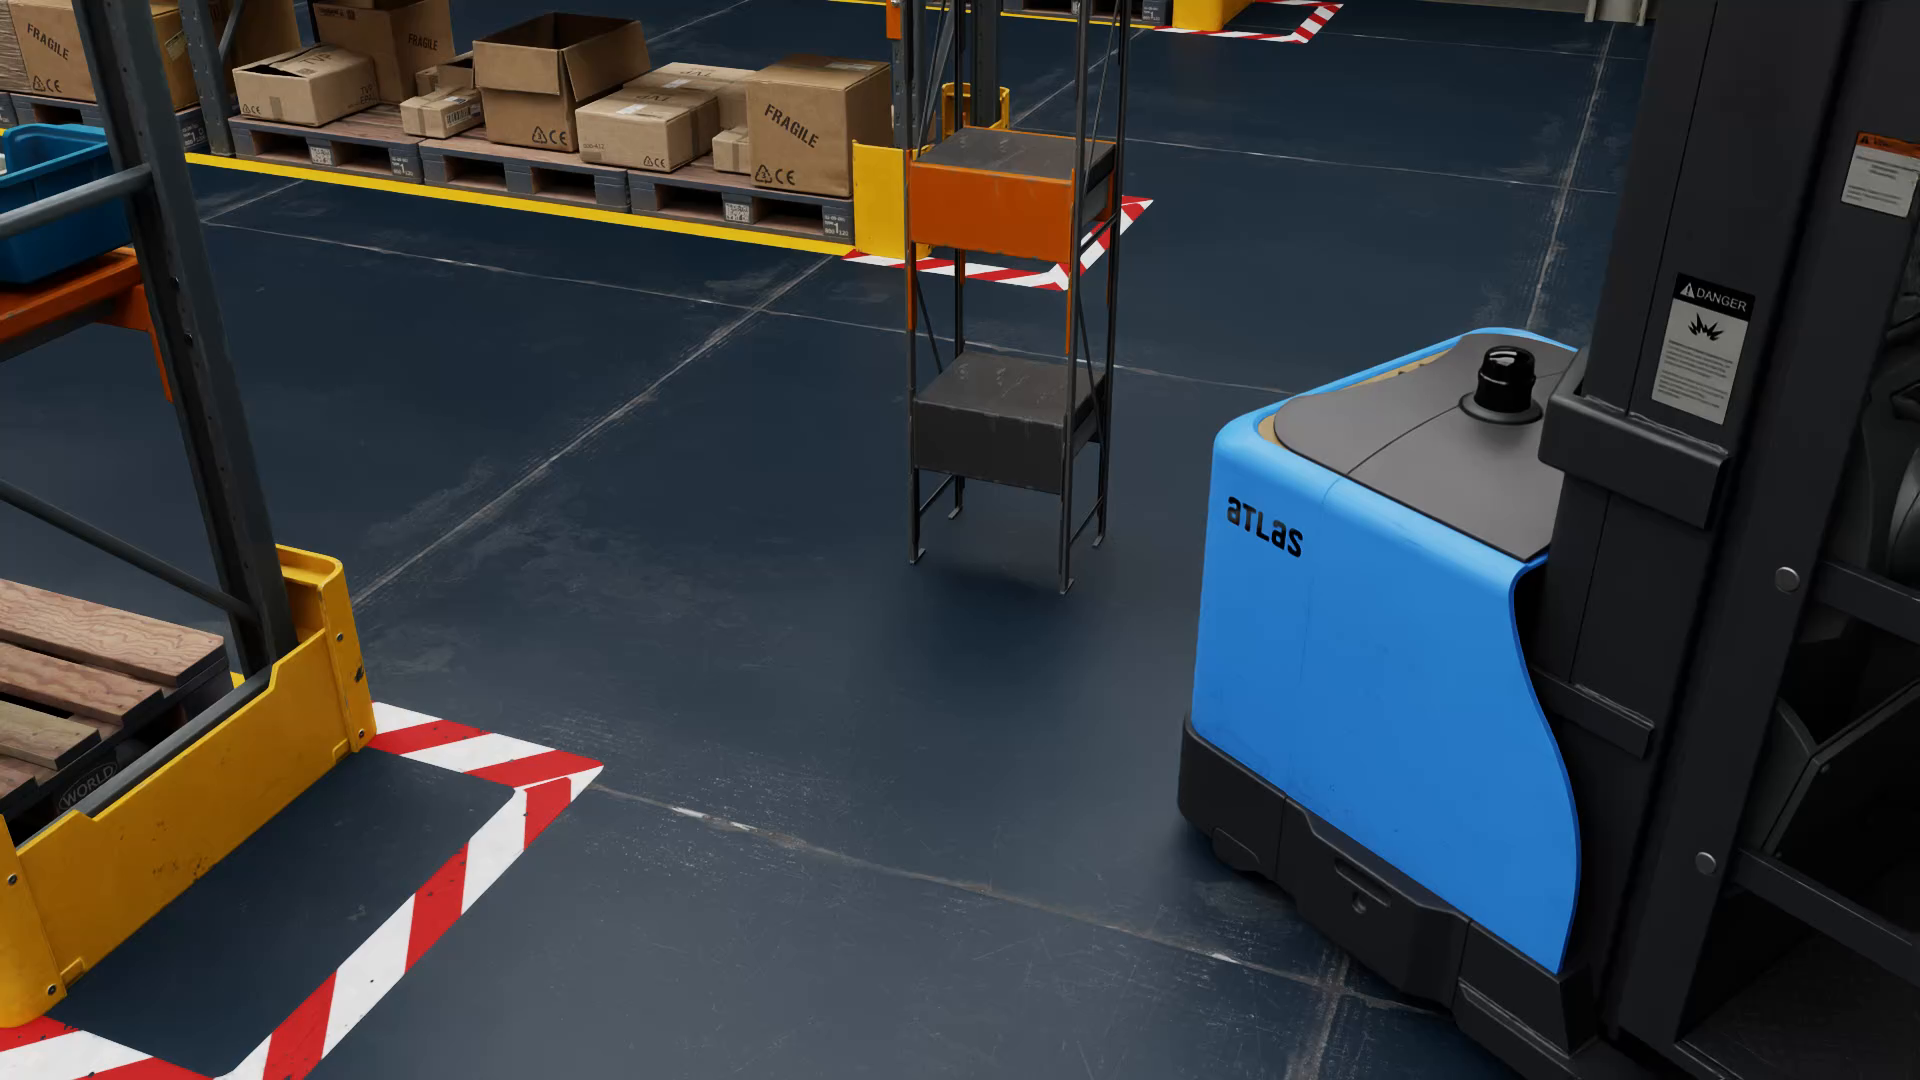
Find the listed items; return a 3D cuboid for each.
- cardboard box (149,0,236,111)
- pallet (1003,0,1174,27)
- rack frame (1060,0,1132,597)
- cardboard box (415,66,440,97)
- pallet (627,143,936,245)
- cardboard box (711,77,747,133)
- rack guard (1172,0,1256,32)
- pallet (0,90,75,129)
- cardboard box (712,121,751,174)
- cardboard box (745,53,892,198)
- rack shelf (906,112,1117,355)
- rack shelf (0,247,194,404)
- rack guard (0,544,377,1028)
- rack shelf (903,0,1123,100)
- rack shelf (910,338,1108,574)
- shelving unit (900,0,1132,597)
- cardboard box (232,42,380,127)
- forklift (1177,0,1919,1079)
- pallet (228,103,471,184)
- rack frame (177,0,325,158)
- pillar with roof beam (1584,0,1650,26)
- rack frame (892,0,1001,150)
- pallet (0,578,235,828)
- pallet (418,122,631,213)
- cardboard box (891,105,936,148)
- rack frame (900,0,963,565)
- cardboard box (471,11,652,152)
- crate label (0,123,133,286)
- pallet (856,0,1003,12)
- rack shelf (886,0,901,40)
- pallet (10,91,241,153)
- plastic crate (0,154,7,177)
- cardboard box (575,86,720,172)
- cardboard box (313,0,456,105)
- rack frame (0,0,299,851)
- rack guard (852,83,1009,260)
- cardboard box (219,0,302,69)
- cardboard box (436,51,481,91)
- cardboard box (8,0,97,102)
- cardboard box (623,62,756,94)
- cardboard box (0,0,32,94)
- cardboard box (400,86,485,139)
[{"bbox_3d":[-4.319,-2.640,8.965,0.500,0.500,0.500,11,31,19],"label":"cardboard box"},{"bbox_3d":[1.041,-3.994,12.101,1.213,0.211,1.003,11,31,19],"label":"pallet"},{"bbox_3d":[0.379,-0.838,4.599,0.015,2.100,0.400,11,31,19],"label":"rack frame"},{"bbox_3d":[-2.750,-2.508,9.089,0.250,0.149,0.380,11,31,19],"label":"cardboard box"},{"bbox_3d":[-0.857,-1.783,8.190,1.213,0.211,1.003,11,31,19],"label":"pallet"},{"bbox_3d":[-0.908,-2.153,8.358,0.500,0.250,0.500,11,31,19],"label":"cardboard box"},{"bbox_3d":[1.833,-4.003,11.823,0.348,0.500,1.175,11,31,19],"label":"rack guard"},{"bbox_3d":[-5.657,-2.720,9.848,1.213,0.211,1.003,11,31,19],"label":"pallet"},{"bbox_3d":[-0.986,-1.898,7.992,0.250,0.166,0.380,11,31,19],"label":"cardboard box"},{"bbox_3d":[-0.644,-1.928,7.705,0.500,0.500,0.500,11,31,19],"label":"cardboard box"},{"bbox_3d":[0.153,-0.872,4.686,0.480,0.518,0.431,11,31,19],"label":"rack shelf"},{"bbox_3d":[-3.767,-0.635,4.056,4.000,0.370,1.077,11,31,19],"label":"rack shelf"},{"bbox_3d":[-1.886,0.509,3.842,0.348,0.500,1.175,11,31,19],"label":"rack guard"},{"bbox_3d":[0.153,-1.481,4.341,0.480,0.518,0.431,11,31,19],"label":"rack shelf"},{"bbox_3d":[0.153,-0.262,5.030,0.480,0.518,0.431,11,31,19],"label":"rack shelf"},{"bbox_3d":[0.153,-0.883,4.679,0.503,2.100,0.431,11,31,19],"label":"shelving unit"},{"bbox_3d":[-3.447,-2.421,8.770,0.500,0.311,0.500,11,31,19],"label":"cardboard box"},{"bbox_3d":[1.814,-0.154,2.543,1.130,2.935,3.031,-21,35,-32],"label":"forklift"},{"bbox_3d":[-3.118,-2.234,8.989,1.213,0.211,1.003,11,31,19],"label":"pallet"},{"bbox_3d":[-3.754,-3.576,8.528,0.127,3.000,1.000,11,31,19],"label":"rack frame"},{"bbox_3d":[3.020,-5.639,6.081,0.400,9.000,9.100,11,31,19],"label":"pillar with roof beam"},{"bbox_3d":[-0.048,-2.836,7.219,0.127,3.000,1.000,11,31,19],"label":"rack frame"},{"bbox_3d":[-2.663,0.466,4.212,1.213,0.211,1.003,11,31,19],"label":"pallet"},{"bbox_3d":[-1.984,-2.009,8.591,1.213,0.211,1.003,11,31,19],"label":"pallet"},{"bbox_3d":[-0.307,-2.021,8.226,0.250,0.149,0.380,11,31,19],"label":"cardboard box"},{"bbox_3d":[-0.073,-0.929,4.759,0.015,2.100,0.400,11,31,19],"label":"rack frame"},{"bbox_3d":[-2.011,-2.335,8.423,0.637,0.503,0.797,11,31,19],"label":"cardboard box"},{"bbox_3d":[-2.019,-0.727,3.597,0.303,0.233,0.416,11,31,19],"label":"crate label"},{"bbox_3d":[-0.086,-4.220,12.502,1.213,0.211,1.003,11,31,19],"label":"pallet"},{"bbox_3d":[-1.901,-2.893,8.051,4.000,0.370,1.077,11,31,19],"label":"rack shelf"},{"bbox_3d":[-4.522,-2.495,9.450,1.213,0.211,1.003,11,31,19],"label":"pallet"},{"bbox_3d":[-2.285,-0.782,3.793,0.298,0.136,0.250,11,31,19],"label":"plastic crate"},{"bbox_3d":[-1.513,-2.008,8.102,0.500,0.250,0.500,11,31,19],"label":"cardboard box"},{"bbox_3d":[-3.120,-2.703,9.077,0.500,0.500,0.500,11,31,19],"label":"cardboard box"},{"bbox_3d":[-1.914,-0.578,3.224,0.127,3.000,1.000,11,31,19],"label":"rack frame"},{"bbox_3d":[-0.118,-1.762,7.859,0.348,0.500,1.175,11,31,19],"label":"rack guard"},{"bbox_3d":[-4.111,-2.880,9.390,0.500,0.500,0.500,10,31,17],"label":"cardboard box"},{"bbox_3d":[-2.425,-2.482,8.878,0.500,0.311,0.500,11,31,19],"label":"cardboard box"},{"bbox_3d":[-4.774,-2.735,9.134,0.500,0.500,0.500,11,31,19],"label":"cardboard box"},{"bbox_3d":[-1.372,-2.245,8.521,0.500,0.250,0.500,11,31,19],"label":"cardboard box"},{"bbox_3d":[-5.239,-2.828,9.298,0.500,0.500,0.500,12,32,20],"label":"cardboard box"},{"bbox_3d":[-2.641,-2.202,8.530,0.250,0.166,0.380,11,31,19],"label":"cardboard box"}]
